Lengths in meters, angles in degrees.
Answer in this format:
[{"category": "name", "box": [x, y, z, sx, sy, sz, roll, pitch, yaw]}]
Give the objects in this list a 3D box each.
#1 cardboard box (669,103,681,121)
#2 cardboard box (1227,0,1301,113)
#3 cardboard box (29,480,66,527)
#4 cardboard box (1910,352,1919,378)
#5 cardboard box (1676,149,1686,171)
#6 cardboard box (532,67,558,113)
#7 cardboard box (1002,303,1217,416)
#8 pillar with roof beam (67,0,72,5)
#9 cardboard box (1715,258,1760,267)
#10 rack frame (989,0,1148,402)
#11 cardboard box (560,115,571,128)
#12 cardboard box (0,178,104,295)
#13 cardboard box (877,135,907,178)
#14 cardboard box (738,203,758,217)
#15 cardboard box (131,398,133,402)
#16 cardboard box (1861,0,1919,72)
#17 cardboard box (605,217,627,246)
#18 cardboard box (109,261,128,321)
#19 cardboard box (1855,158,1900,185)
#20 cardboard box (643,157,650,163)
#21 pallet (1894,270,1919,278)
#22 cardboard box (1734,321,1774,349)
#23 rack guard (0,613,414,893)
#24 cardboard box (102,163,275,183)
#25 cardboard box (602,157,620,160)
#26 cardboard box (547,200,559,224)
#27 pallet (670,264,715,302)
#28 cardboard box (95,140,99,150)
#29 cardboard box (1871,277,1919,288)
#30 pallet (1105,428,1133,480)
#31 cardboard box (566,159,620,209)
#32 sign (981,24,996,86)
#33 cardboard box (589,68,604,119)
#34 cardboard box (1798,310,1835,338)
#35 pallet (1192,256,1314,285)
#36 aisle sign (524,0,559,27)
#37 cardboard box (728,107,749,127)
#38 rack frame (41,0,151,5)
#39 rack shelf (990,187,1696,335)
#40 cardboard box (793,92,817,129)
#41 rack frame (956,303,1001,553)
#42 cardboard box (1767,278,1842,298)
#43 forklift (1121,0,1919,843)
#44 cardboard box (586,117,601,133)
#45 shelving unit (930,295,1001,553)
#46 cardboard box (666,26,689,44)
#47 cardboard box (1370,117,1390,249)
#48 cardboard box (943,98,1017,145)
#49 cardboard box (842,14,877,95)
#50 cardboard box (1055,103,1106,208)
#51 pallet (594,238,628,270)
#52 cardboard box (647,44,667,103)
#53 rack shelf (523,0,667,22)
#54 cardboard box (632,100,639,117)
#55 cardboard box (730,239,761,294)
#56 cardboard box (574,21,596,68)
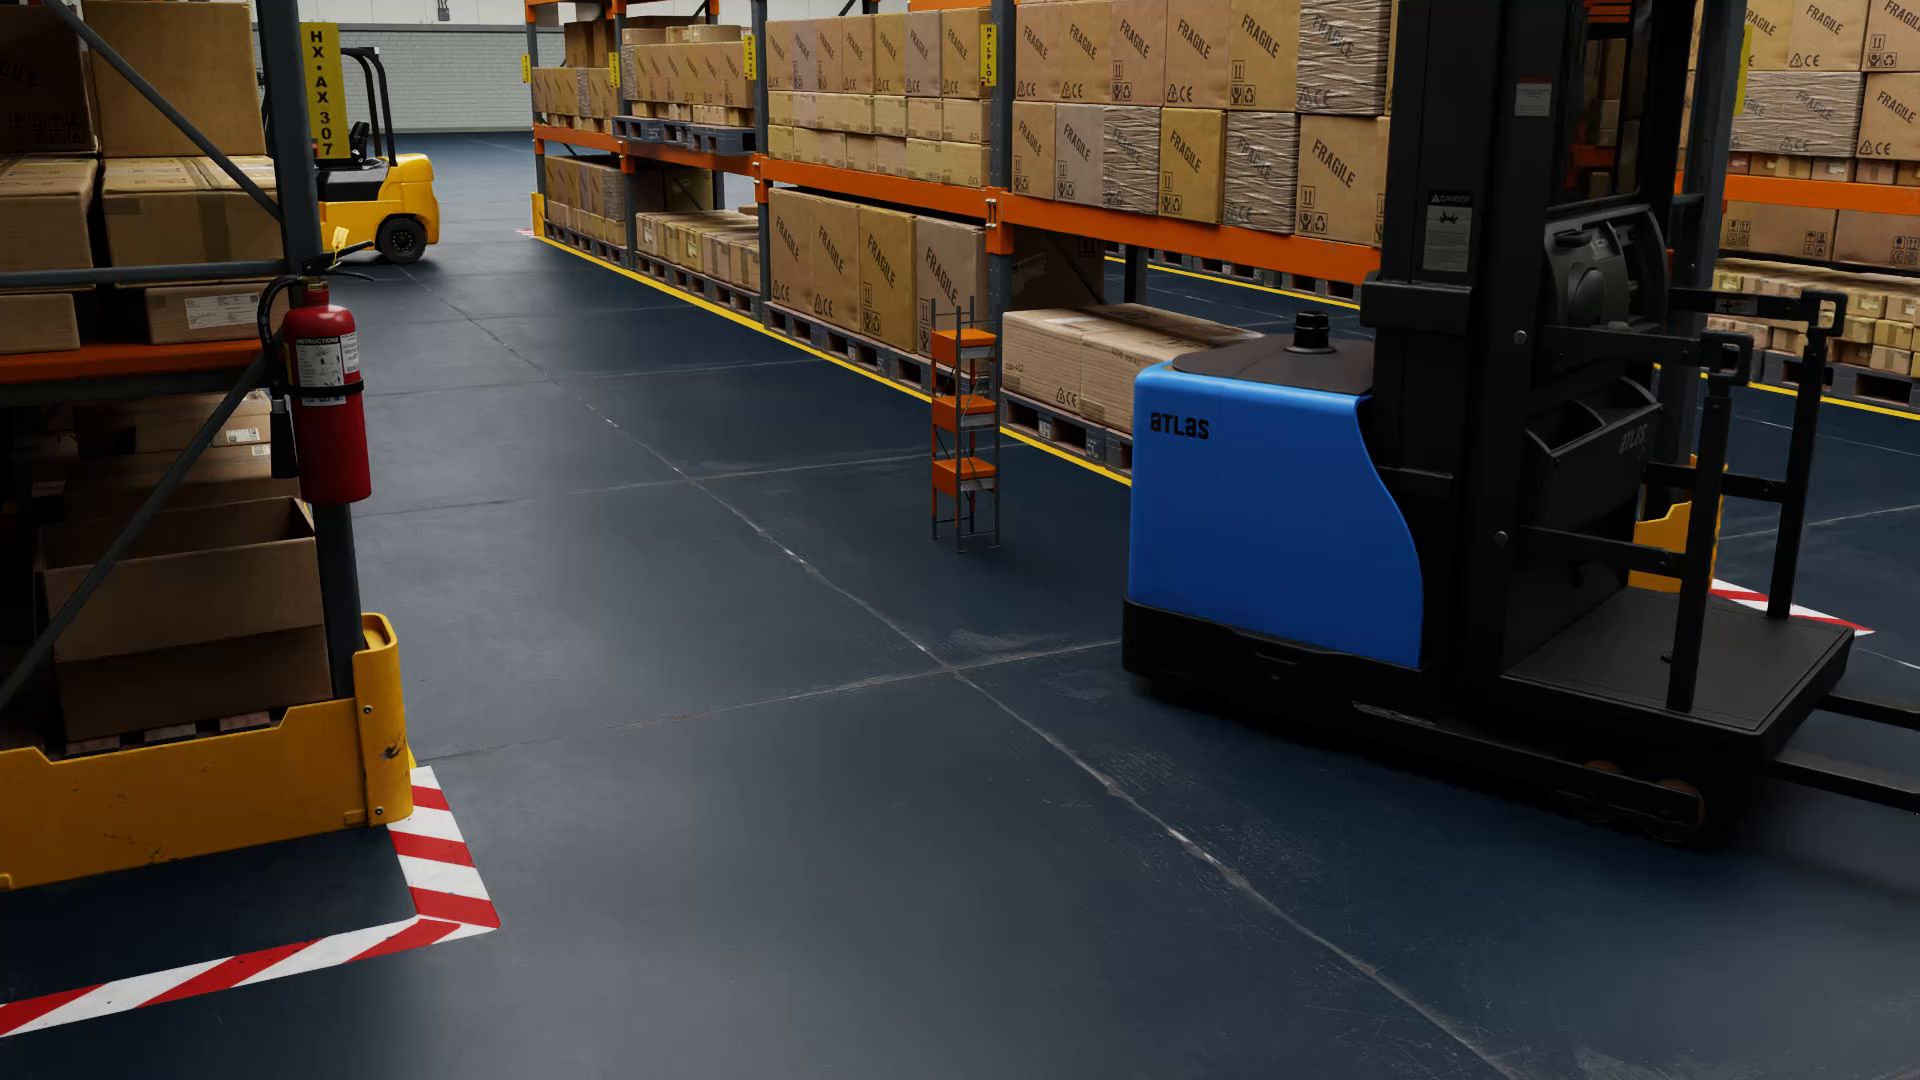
[{"category": "cardboard box", "box": [-2.356, -3.784, 14.694, 0.380, 0.149, 0.250, -7, 17, -23]}, {"category": "cardboard box", "box": [1.502, -2.098, 7.130, 0.500, 0.500, 0.500, -8, 18, -25]}, {"category": "cardboard box", "box": [-3.549, -0.152, 6.750, 0.380, 0.149, 0.250, -8, 18, -26]}, {"category": "cardboard box", "box": [5.854, -1.032, 9.817, 0.380, 0.149, 0.250, -9, 18, -27]}, {"category": "cardboard box", "box": [5.060, -2.559, 11.185, 0.380, 0.149, 0.250, -7, 17, -23]}, {"category": "cardboard box", "box": [-4.655, -5.237, 19.341, 0.500, 0.500, 0.500, -8, 18, -26]}, {"category": "cardboard box", "box": [0.823, -1.023, 9.261, 0.875, 0.438, 0.875, -8, 18, -26]}, {"category": "pillar with roof beam", "box": [-18.851, -15.157, 43.755, 9.100, 9.000, 0.400, -8, 18, -25]}, {"category": "cardboard box", "box": [5.440, -1.905, 11.781, 0.380, 0.149, 0.250, -7, 17, -23]}, {"category": "rack frame", "box": [0.644, -2.221, 9.553, 1.000, 3.000, 0.127, -8, 18, -25]}, {"category": "cardboard box", "box": [-4.270, -4.702, 18.653, 0.380, 0.149, 0.250, -7, 17, -23]}, {"category": "cardboard box", "box": [-2.504, -0.782, 4.269, 0.500, 0.250, 0.500, -7, 17, -23]}, {"category": "cardboard box", "box": [-0.205, -2.484, 10.740, 0.500, 0.250, 0.500, -8, 18, -26]}, {"category": "cardboard box", "box": [-2.107, -3.435, 18.309, 0.500, 0.500, 0.500, 4, 16, 13]}, {"category": "cardboard box", "box": [-4.507, -0.831, 8.479, 0.500, 0.500, 0.500, -8, 18, -27]}, {"category": "cardboard box", "box": [5.685, -2.992, 9.706, 0.500, 0.500, 0.500, -8, 18, -27]}, {"category": "cardboard box", "box": [-3.361, -3.199, 17.185, 0.500, 0.250, 0.500, -7, 17, -22]}, {"category": "cardboard box", "box": [-2.261, -0.741, 4.851, 0.380, 0.149, 0.250, -8, 18, -26]}, {"category": "cardboard box", "box": [5.659, -2.233, 10.048, 0.380, 0.149, 0.250, -7, 17, -23]}, {"category": "cardboard box", "box": [-3.225, -4.168, 18.026, 0.380, 0.149, 0.250, -7, 17, -22]}, {"category": "pallet", "box": [9.147, -2.261, 14.746, 1.003, 0.211, 1.213, -8, 18, -25]}, {"category": "cardboard box", "box": [5.349, -1.369, 10.990, 0.380, 0.149, 0.250, -8, 18, -26]}, {"category": "rack guard", "box": [-2.097, 0.554, 4.414, 1.175, 0.500, 0.348, -8, 18, -25]}, {"category": "cardboard box", "box": [-2.241, -0.970, 4.925, 0.500, 0.250, 0.500, -7, 18, -24]}, {"category": "cardboard box", "box": [-3.796, -4.141, 19.108, 0.500, 0.500, 0.500, -7, 17, -23]}, {"category": "cardboard box", "box": [-4.508, -3.844, 19.430, 0.500, 0.250, 0.500, -8, 18, -25]}, {"category": "pallet", "box": [-1.980, -2.369, 15.123, 1.003, 0.211, 1.213, -8, 18, -25]}, {"category": "cardboard box", "box": [-3.616, -1.413, 6.468, 0.500, 0.250, 0.500, -8, 18, -25]}, {"category": "cardboard box", "box": [6.077, -1.591, 10.685, 0.380, 0.149, 0.250, -8, 18, -27]}, {"category": "pallet", "box": [1.445, -0.380, 8.193, 1.003, 0.211, 1.213, -8, 18, -25]}, {"category": "cardboard box", "box": [-4.052, -3.944, 18.420, 0.500, 0.500, 0.500, -7, 18, -24]}, {"category": "sign", "box": [0.161, -2.672, 9.168, 0.100, 0.325, 0.005, -8, 18, -25]}, {"category": "cardboard box", "box": [-3.510, -4.603, 17.132, 0.500, 0.500, 0.500, -7, 17, -23]}, {"category": "cardboard box", "box": [5.520, -1.374, 10.469, 0.380, 0.149, 0.250, -8, 18, -25]}, {"category": "pallet", "box": [3.020, -2.701, 16.279, 1.003, 0.211, 1.213, -8, 18, -25]}, {"category": "aisle sign", "box": [-4.919, -6.424, 19.487, 0.394, 0.787, 0.004, -8, 18, -25]}, {"category": "cardboard box", "box": [-1.646, -3.405, 13.372, 0.380, 0.149, 0.250, -7, 18, -24]}, {"category": "rack frame", "box": [-7.321, -3.604, 14.373, 1.000, 3.000, 0.127, -8, 18, -25]}, {"category": "rack shelf", "box": [1.520, -1.380, 7.925, 1.077, 0.370, 4.000, -8, 18, -25]}, {"category": "cardboard box", "box": [-0.883, -3.098, 11.973, 0.500, 0.250, 0.500, -7, 18, -24]}, {"category": "rack frame", "box": [0.077, -0.461, 6.954, 0.200, 1.050, 0.008, -8, 18, -25]}, {"category": "cardboard box", "box": [5.410, -1.585, 10.663, 0.380, 0.149, 0.250, -7, 18, -24]}, {"category": "forklift", "box": [2.000, -0.766, 4.606, 3.031, 2.935, 1.130, 13, 20, 37]}, {"category": "cardboard box", "box": [-3.723, -4.379, 17.526, 0.380, 0.149, 0.250, -8, 18, -26]}, {"category": "shelving unit", "box": [0.023, -0.491, 7.060, 0.215, 1.050, 0.252, -8, 18, -25]}, {"category": "cardboard box", "box": [-2.404, -4.493, 14.813, 0.380, 0.149, 0.250, -7, 17, -22]}, {"category": "cardboard box", "box": [1.947, -1.365, 6.389, 0.500, 0.500, 0.500, -8, 18, -25]}, {"category": "cardboard box", "box": [0.232, -2.470, 9.784, 0.500, 0.250, 0.500, -8, 18, -25]}, {"category": "cardboard box", "box": [-0.455, -3.213, 11.013, 0.500, 0.500, 0.500, -7, 18, -24]}, {"category": "cardboard box", "box": [0.831, -1.996, 8.587, 0.500, 0.500, 0.500, -8, 18, -25]}, {"category": "pallet", "box": [-3.187, -3.027, 17.416, 1.003, 0.211, 1.213, -8, 18, -25]}, {"category": "cardboard box", "box": [-2.489, -4.199, 14.962, 0.500, 0.500, 0.500, -8, 18, -25]}, {"category": "rack shelf", "box": [-3.737, -5.797, 17.880, 1.077, 0.370, 4.000, -8, 18, -25]}, {"category": "cardboard box", "box": [-2.902, -4.111, 15.832, 0.380, 0.149, 0.250, -7, 18, -24]}, {"category": "cardboard box", "box": [-1.347, -2.293, 13.807, 0.950, 0.372, 0.625, -9, 18, -29]}, {"category": "cardboard box", "box": [-3.978, -5.642, 18.939, 0.700, 0.500, 0.500, -7, 18, -24]}]
